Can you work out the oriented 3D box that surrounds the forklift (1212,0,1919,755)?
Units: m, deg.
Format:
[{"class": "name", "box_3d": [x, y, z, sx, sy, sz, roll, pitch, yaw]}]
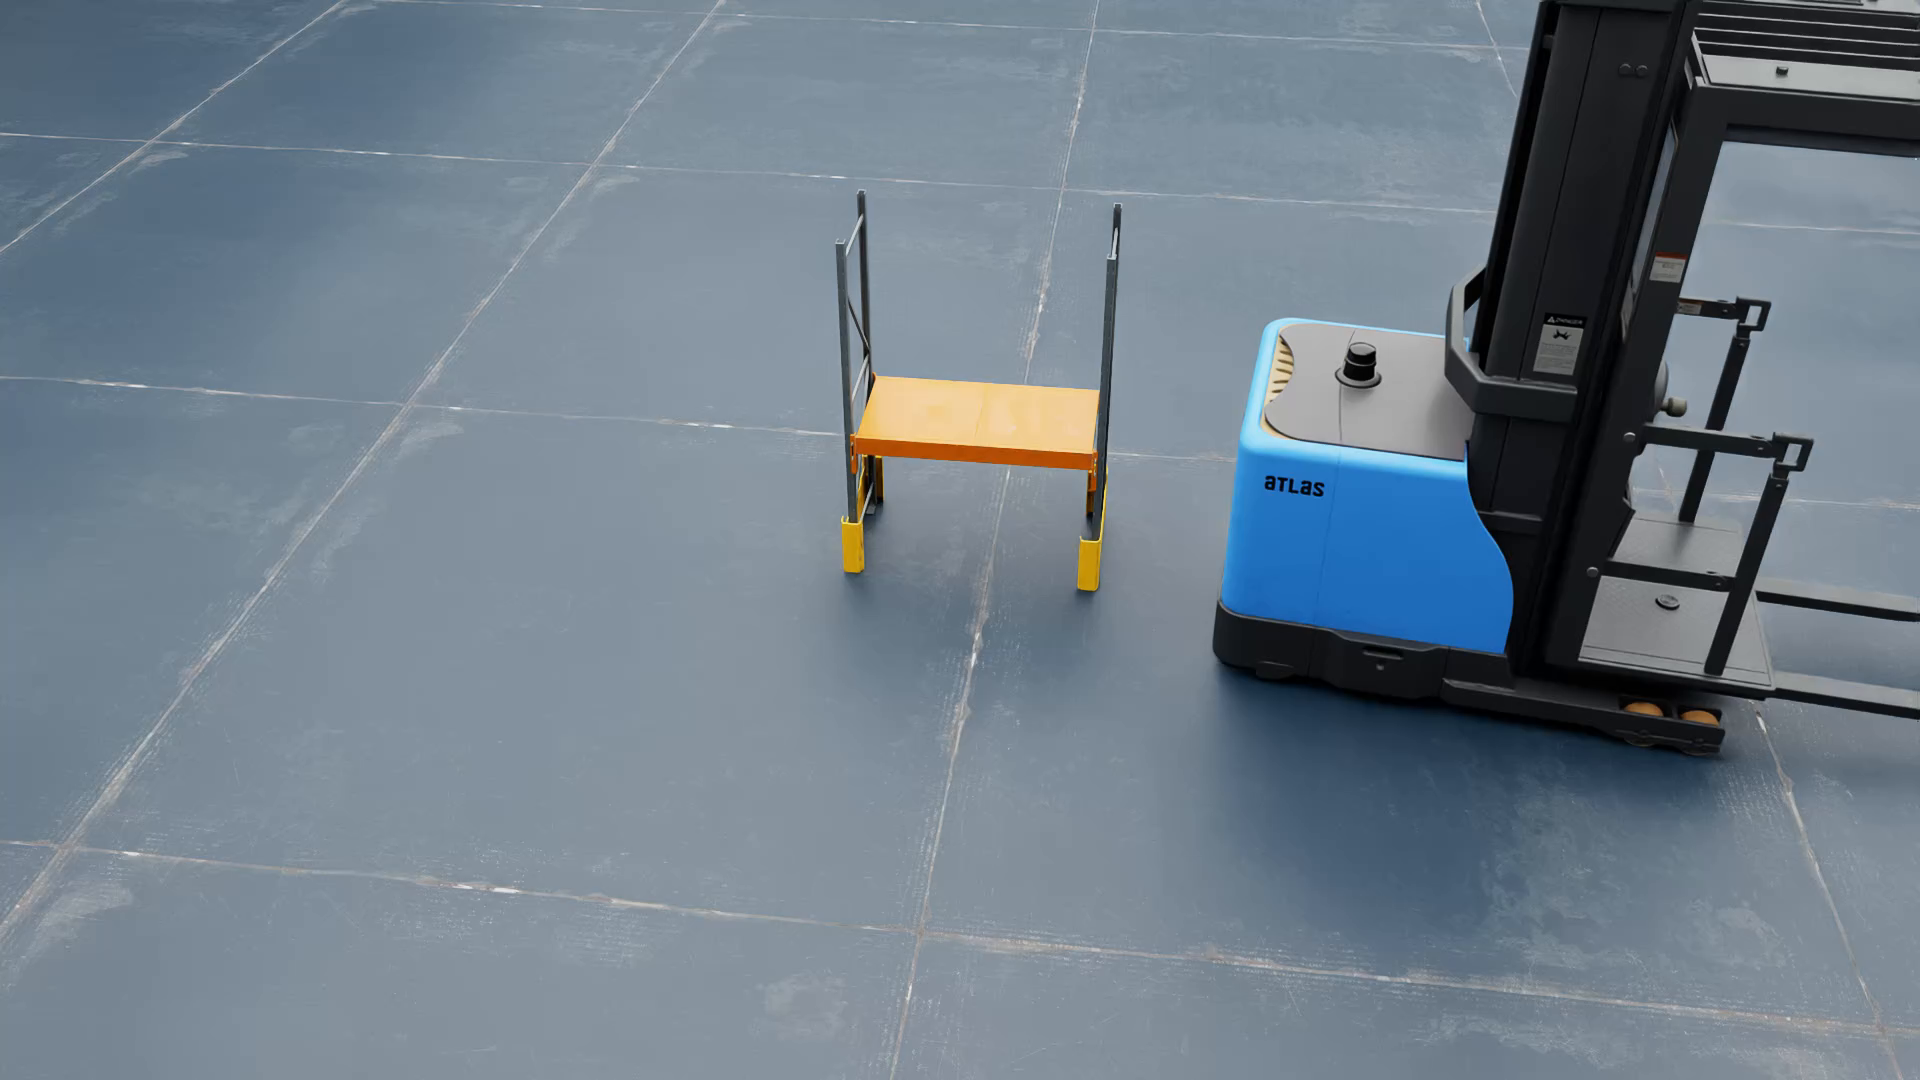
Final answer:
[{"class": "forklift", "box_3d": [2.565, -0.741, 5.765, 3.031, 2.935, 1.130, 8, 36, 12]}]

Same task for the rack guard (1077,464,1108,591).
[{"class": "rack guard", "box_3d": [0.570, -0.059, 7.118, 0.087, 0.250, 0.587, 4, 36, 6]}]

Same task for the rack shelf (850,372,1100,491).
[{"class": "rack shelf", "box_3d": [0.085, -0.458, 6.910, 1.000, 0.185, 0.538, 4, 36, 6]}]

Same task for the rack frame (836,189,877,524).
[{"class": "rack frame", "box_3d": [-0.420, -0.642, 6.858, 0.032, 1.500, 0.500, 4, 36, 6]}]

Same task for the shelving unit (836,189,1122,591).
[{"class": "shelving unit", "box_3d": [0.076, -0.605, 6.806, 1.083, 1.500, 0.587, 4, 36, 6]}]

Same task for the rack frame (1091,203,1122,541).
[{"class": "rack frame", "box_3d": [0.589, -0.567, 6.753, 0.032, 1.500, 0.500, 4, 36, 6]}]

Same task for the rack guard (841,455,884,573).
[{"class": "rack guard", "box_3d": [-0.418, -0.133, 7.221, 0.087, 0.250, 0.587, 4, 36, 6]}]
